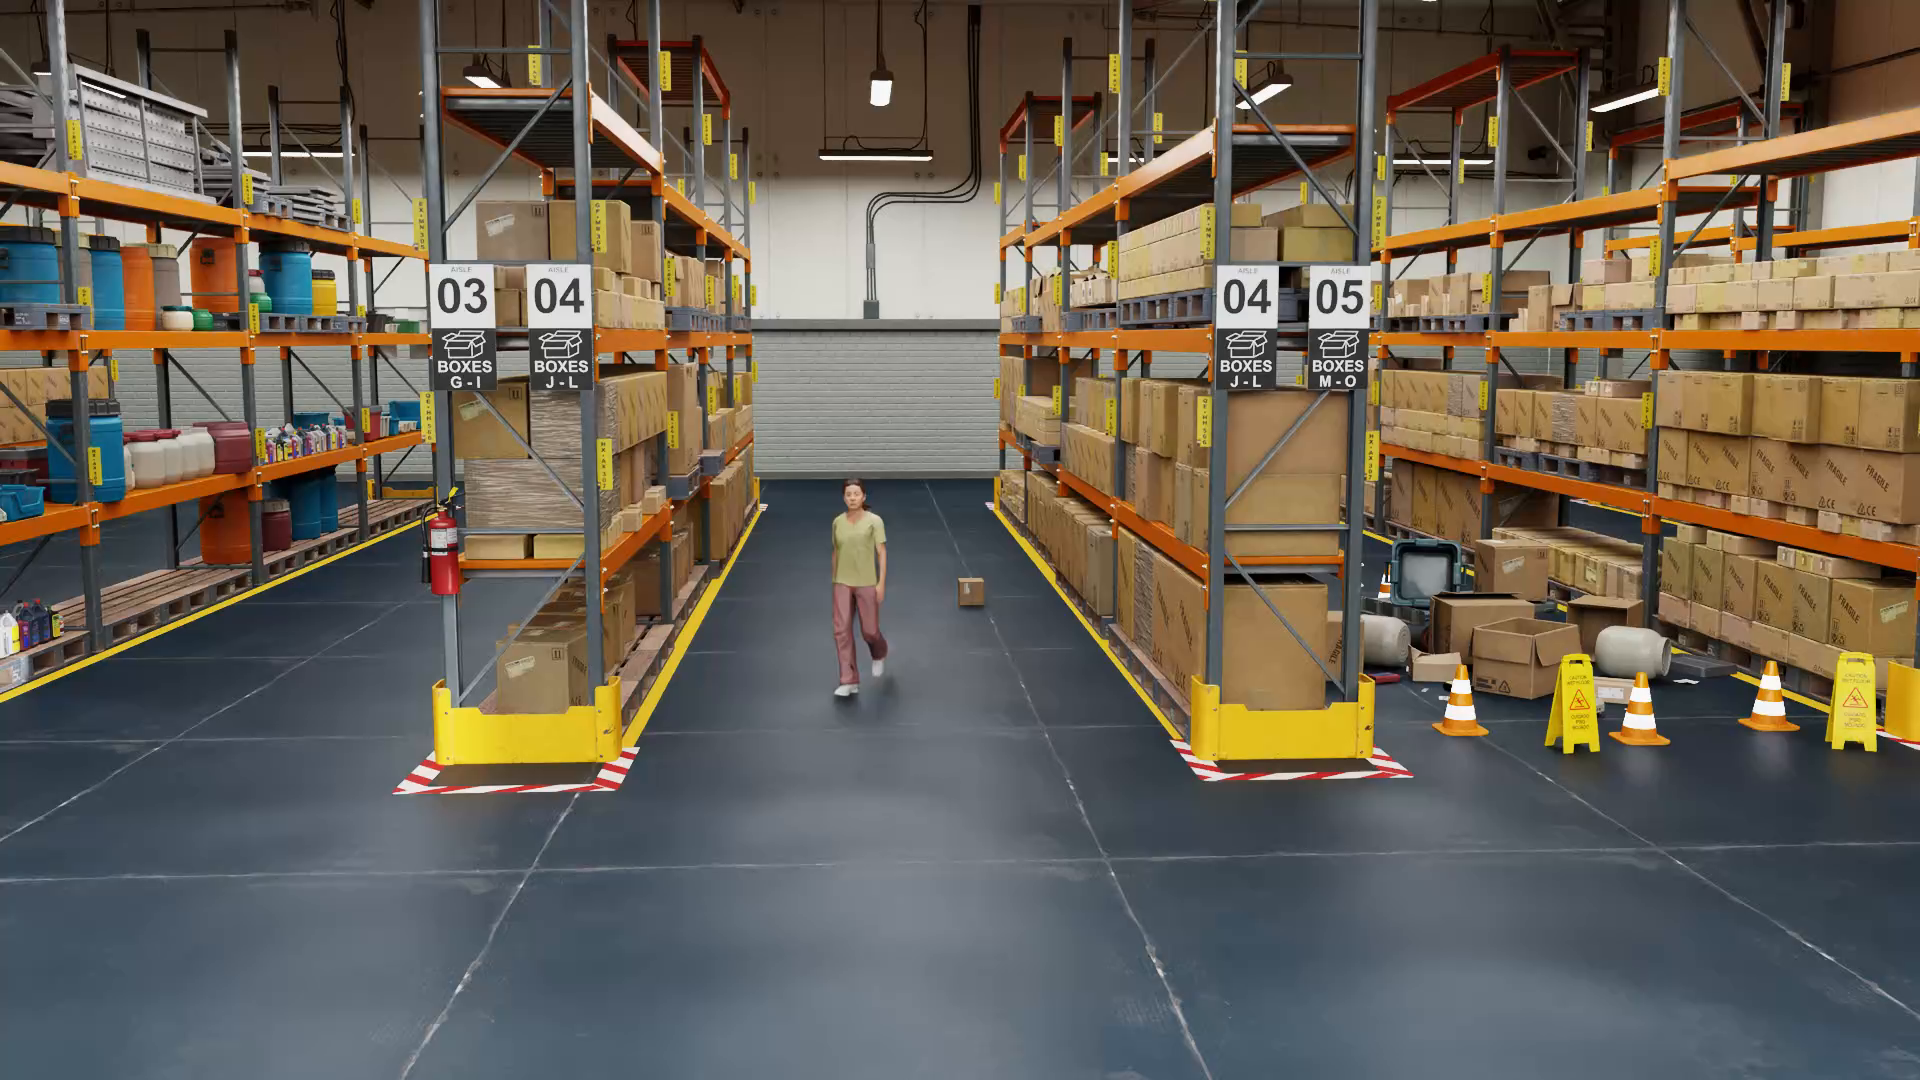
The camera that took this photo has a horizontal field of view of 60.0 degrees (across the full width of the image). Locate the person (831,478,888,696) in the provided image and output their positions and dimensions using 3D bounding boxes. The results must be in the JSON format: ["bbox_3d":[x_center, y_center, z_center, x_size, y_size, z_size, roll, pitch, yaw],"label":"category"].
[{"bbox_3d":[-0.781,0.361,12.843,0.457,1.616,0.748,2,7,15],"label":"person"}]
